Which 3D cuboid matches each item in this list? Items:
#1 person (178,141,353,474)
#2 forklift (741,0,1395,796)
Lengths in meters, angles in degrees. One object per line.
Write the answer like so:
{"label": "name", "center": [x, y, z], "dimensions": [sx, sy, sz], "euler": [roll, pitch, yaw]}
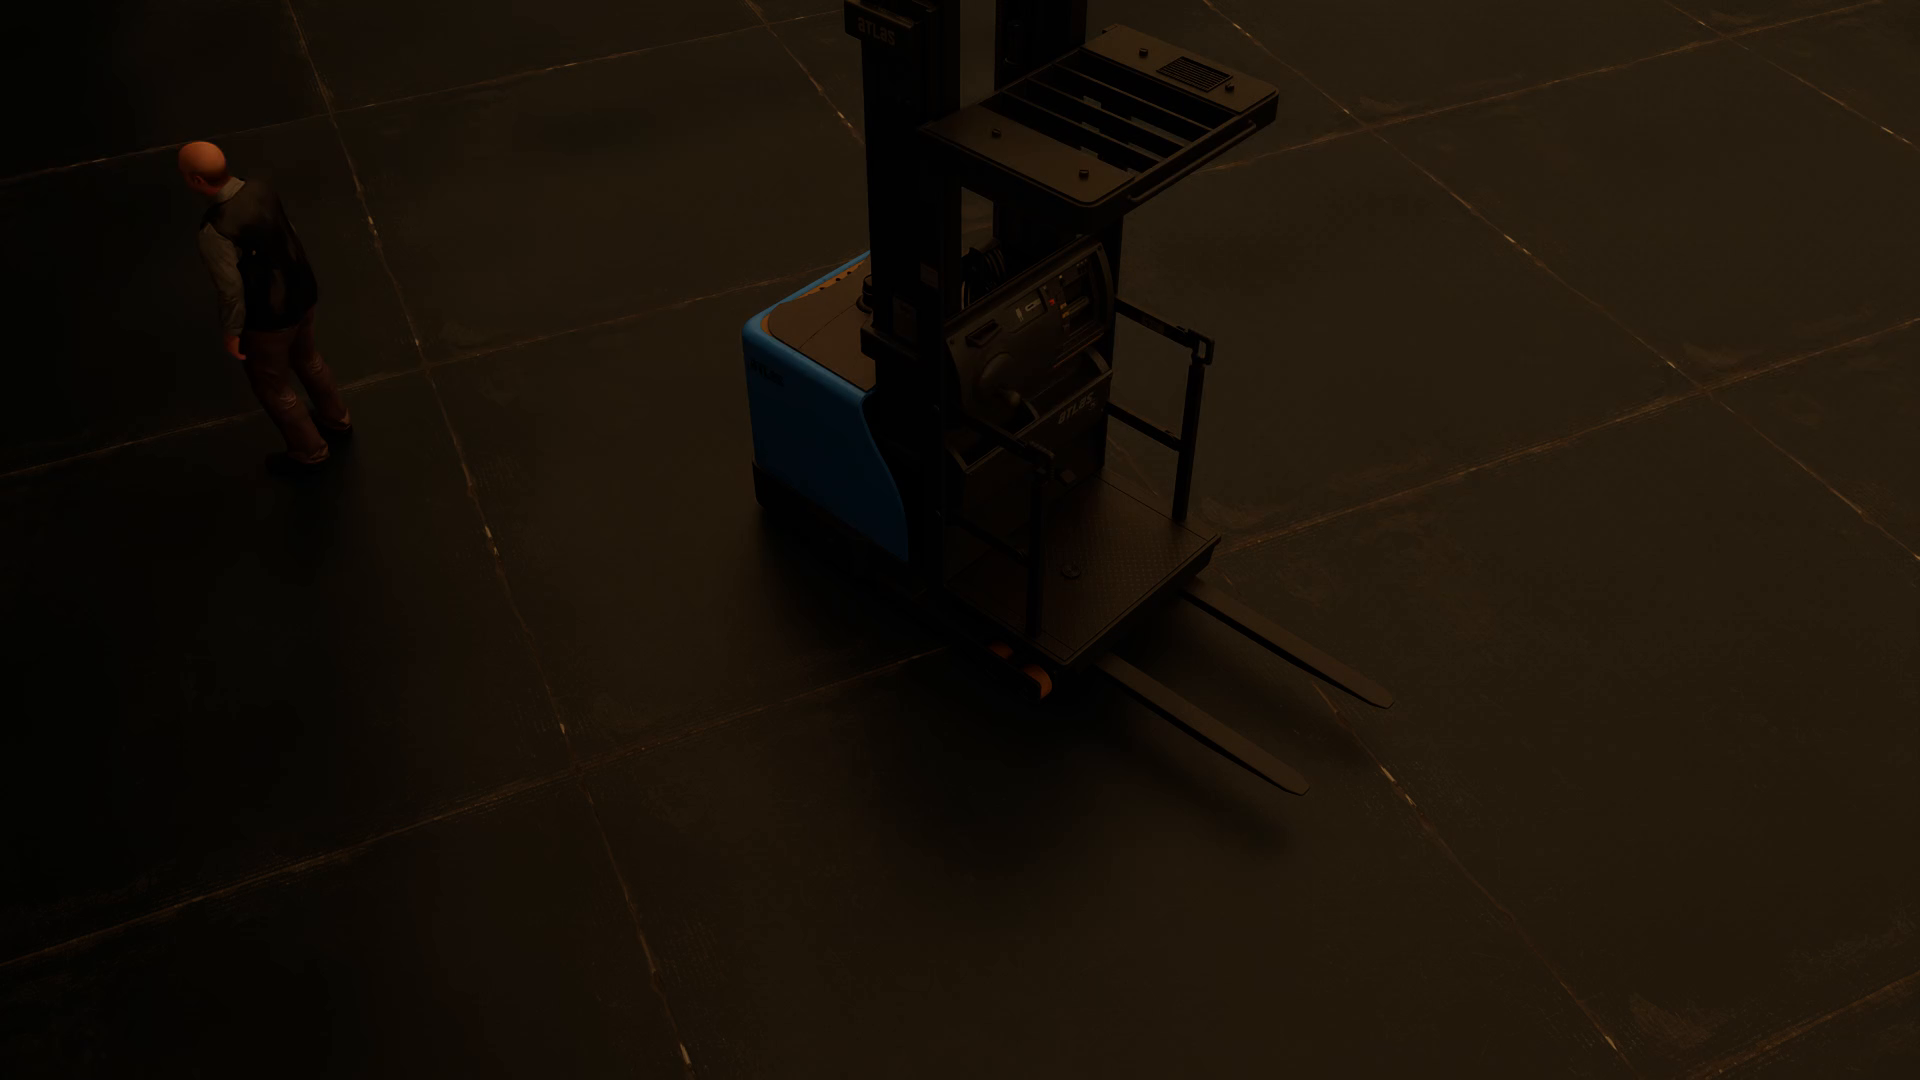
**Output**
{"label": "person", "center": [-3.190, -1.069, 7.714], "dimensions": [0.421, 1.720, 0.579], "euler": [9, 44, 10]}
{"label": "forklift", "center": [0.445, -0.788, 6.525], "dimensions": [3.031, 2.935, 1.130], "euler": [32, 52, 30]}
